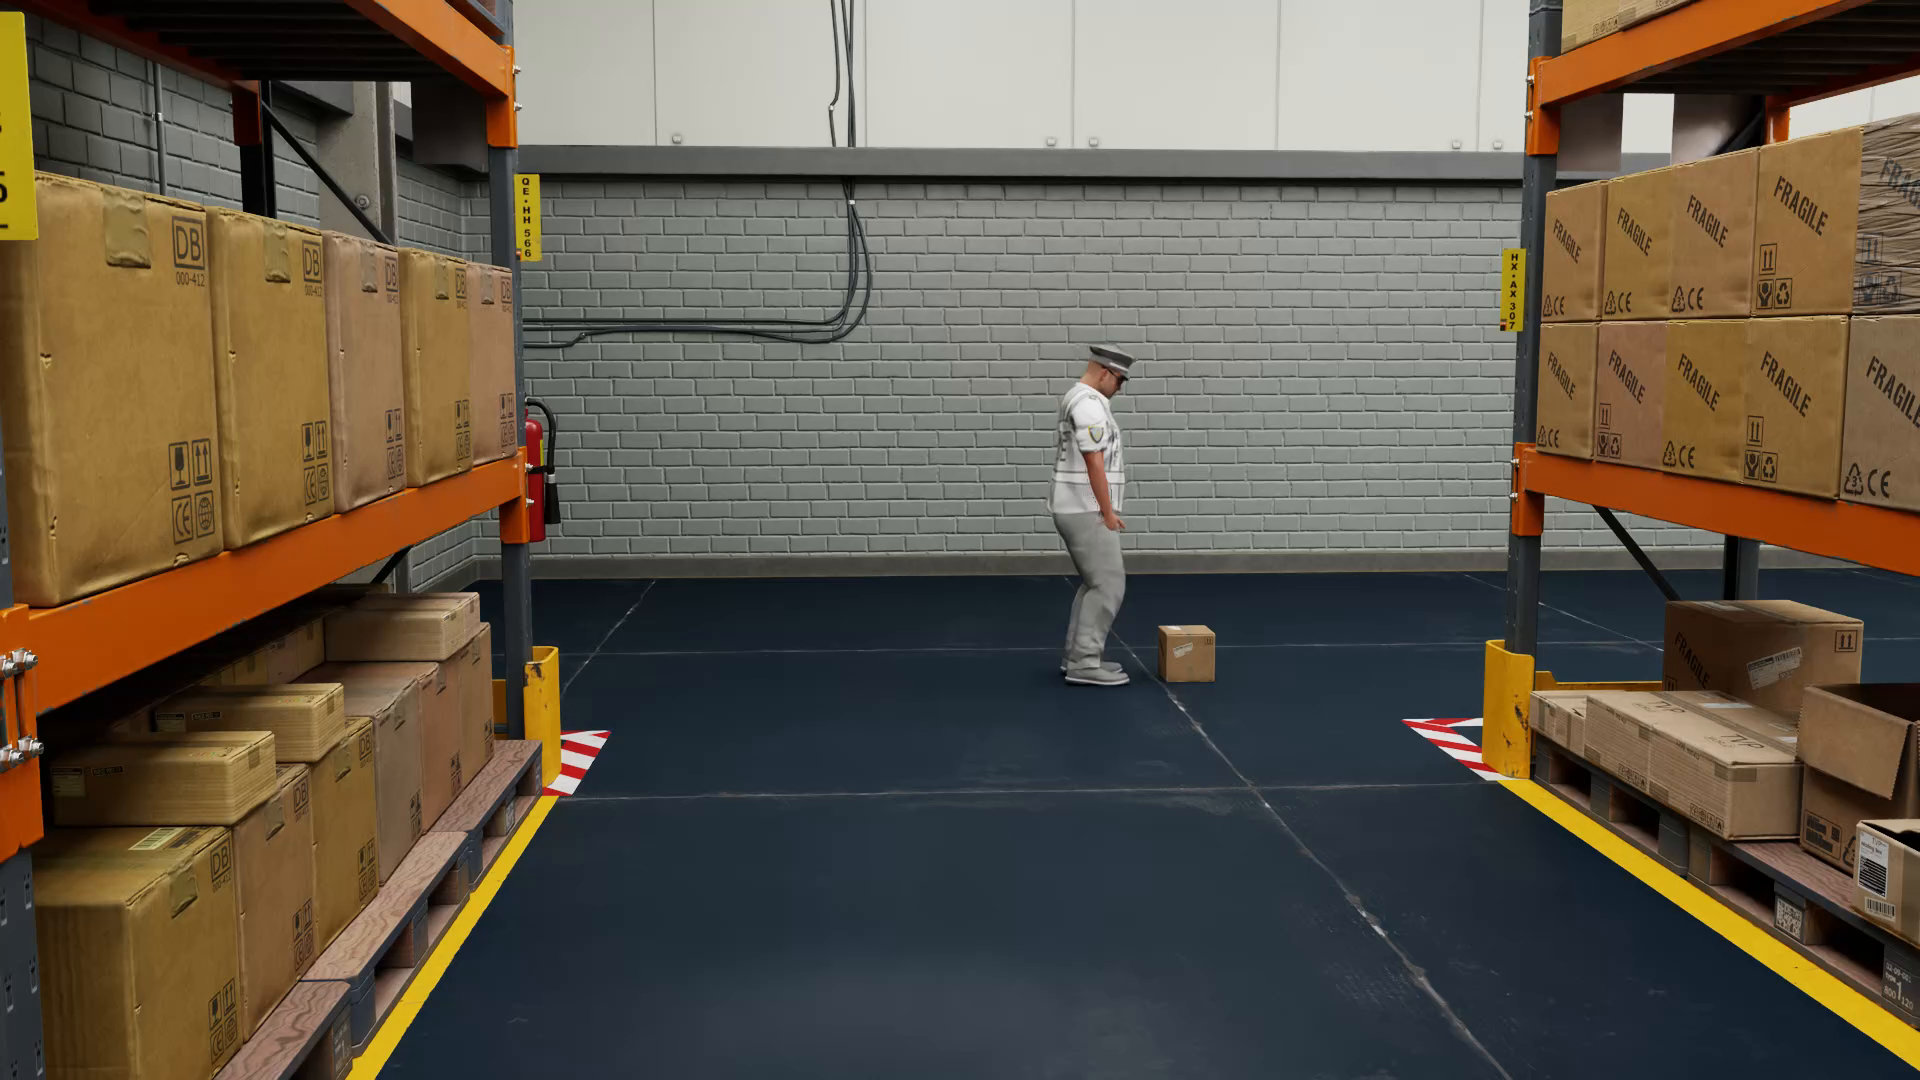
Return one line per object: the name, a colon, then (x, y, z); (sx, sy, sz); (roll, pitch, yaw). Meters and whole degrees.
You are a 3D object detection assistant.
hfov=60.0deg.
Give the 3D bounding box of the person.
person: (0.670, -0.135, 8.516); (0.440, 1.722, 0.547); (0, 7, -2)
